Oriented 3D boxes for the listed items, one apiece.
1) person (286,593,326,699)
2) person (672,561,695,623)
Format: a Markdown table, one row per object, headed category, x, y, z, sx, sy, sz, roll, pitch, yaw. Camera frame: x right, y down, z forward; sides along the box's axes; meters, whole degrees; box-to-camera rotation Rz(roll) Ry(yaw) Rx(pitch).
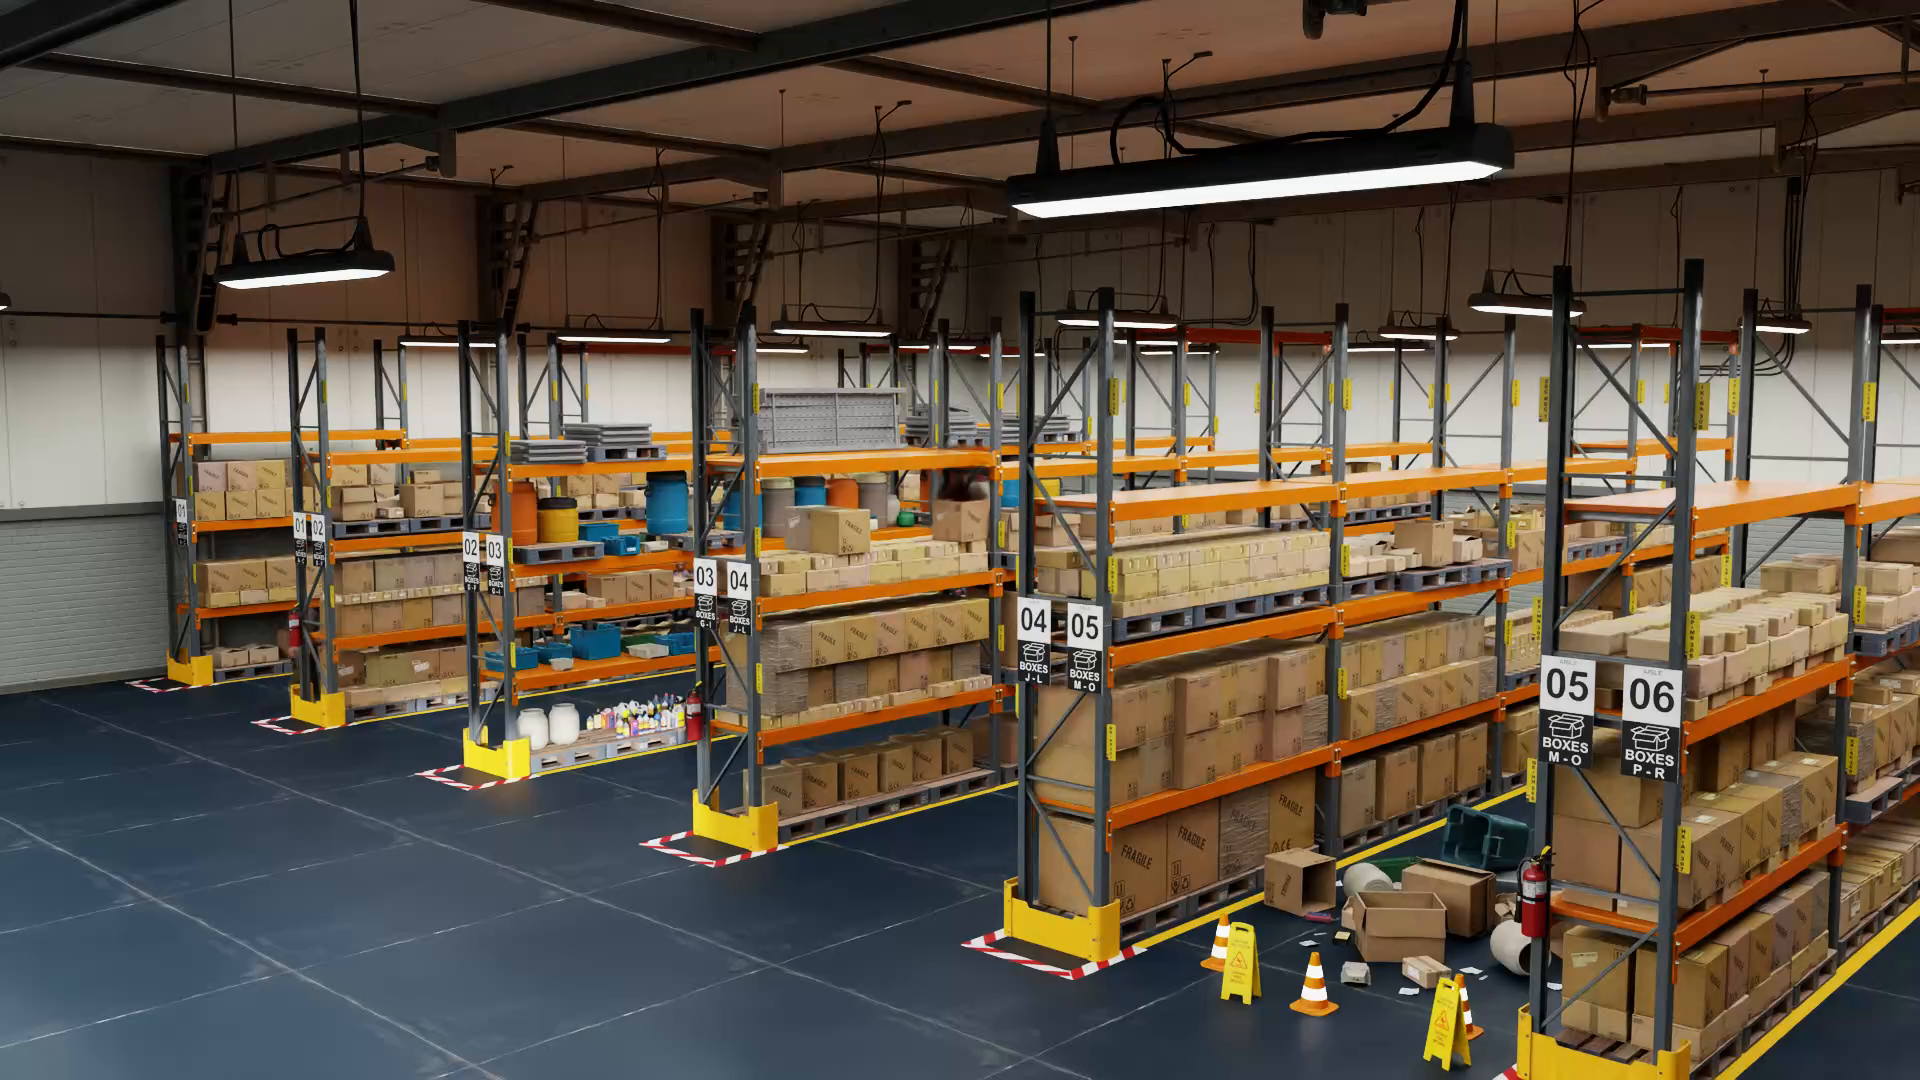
| category | x | y | z | sx | sy | sz | roll | pitch | yaw |
| --- | --- | --- | --- | --- | --- | --- | --- | --- | --- |
| person | -10.606 | 1.732 | 26.981 | 0.490 | 1.775 | 0.749 | 2 | 6 | 22 |
| person | -5.674 | 1.170 | 34.091 | 0.440 | 1.558 | 0.703 | 4 | 7 | 35 |
